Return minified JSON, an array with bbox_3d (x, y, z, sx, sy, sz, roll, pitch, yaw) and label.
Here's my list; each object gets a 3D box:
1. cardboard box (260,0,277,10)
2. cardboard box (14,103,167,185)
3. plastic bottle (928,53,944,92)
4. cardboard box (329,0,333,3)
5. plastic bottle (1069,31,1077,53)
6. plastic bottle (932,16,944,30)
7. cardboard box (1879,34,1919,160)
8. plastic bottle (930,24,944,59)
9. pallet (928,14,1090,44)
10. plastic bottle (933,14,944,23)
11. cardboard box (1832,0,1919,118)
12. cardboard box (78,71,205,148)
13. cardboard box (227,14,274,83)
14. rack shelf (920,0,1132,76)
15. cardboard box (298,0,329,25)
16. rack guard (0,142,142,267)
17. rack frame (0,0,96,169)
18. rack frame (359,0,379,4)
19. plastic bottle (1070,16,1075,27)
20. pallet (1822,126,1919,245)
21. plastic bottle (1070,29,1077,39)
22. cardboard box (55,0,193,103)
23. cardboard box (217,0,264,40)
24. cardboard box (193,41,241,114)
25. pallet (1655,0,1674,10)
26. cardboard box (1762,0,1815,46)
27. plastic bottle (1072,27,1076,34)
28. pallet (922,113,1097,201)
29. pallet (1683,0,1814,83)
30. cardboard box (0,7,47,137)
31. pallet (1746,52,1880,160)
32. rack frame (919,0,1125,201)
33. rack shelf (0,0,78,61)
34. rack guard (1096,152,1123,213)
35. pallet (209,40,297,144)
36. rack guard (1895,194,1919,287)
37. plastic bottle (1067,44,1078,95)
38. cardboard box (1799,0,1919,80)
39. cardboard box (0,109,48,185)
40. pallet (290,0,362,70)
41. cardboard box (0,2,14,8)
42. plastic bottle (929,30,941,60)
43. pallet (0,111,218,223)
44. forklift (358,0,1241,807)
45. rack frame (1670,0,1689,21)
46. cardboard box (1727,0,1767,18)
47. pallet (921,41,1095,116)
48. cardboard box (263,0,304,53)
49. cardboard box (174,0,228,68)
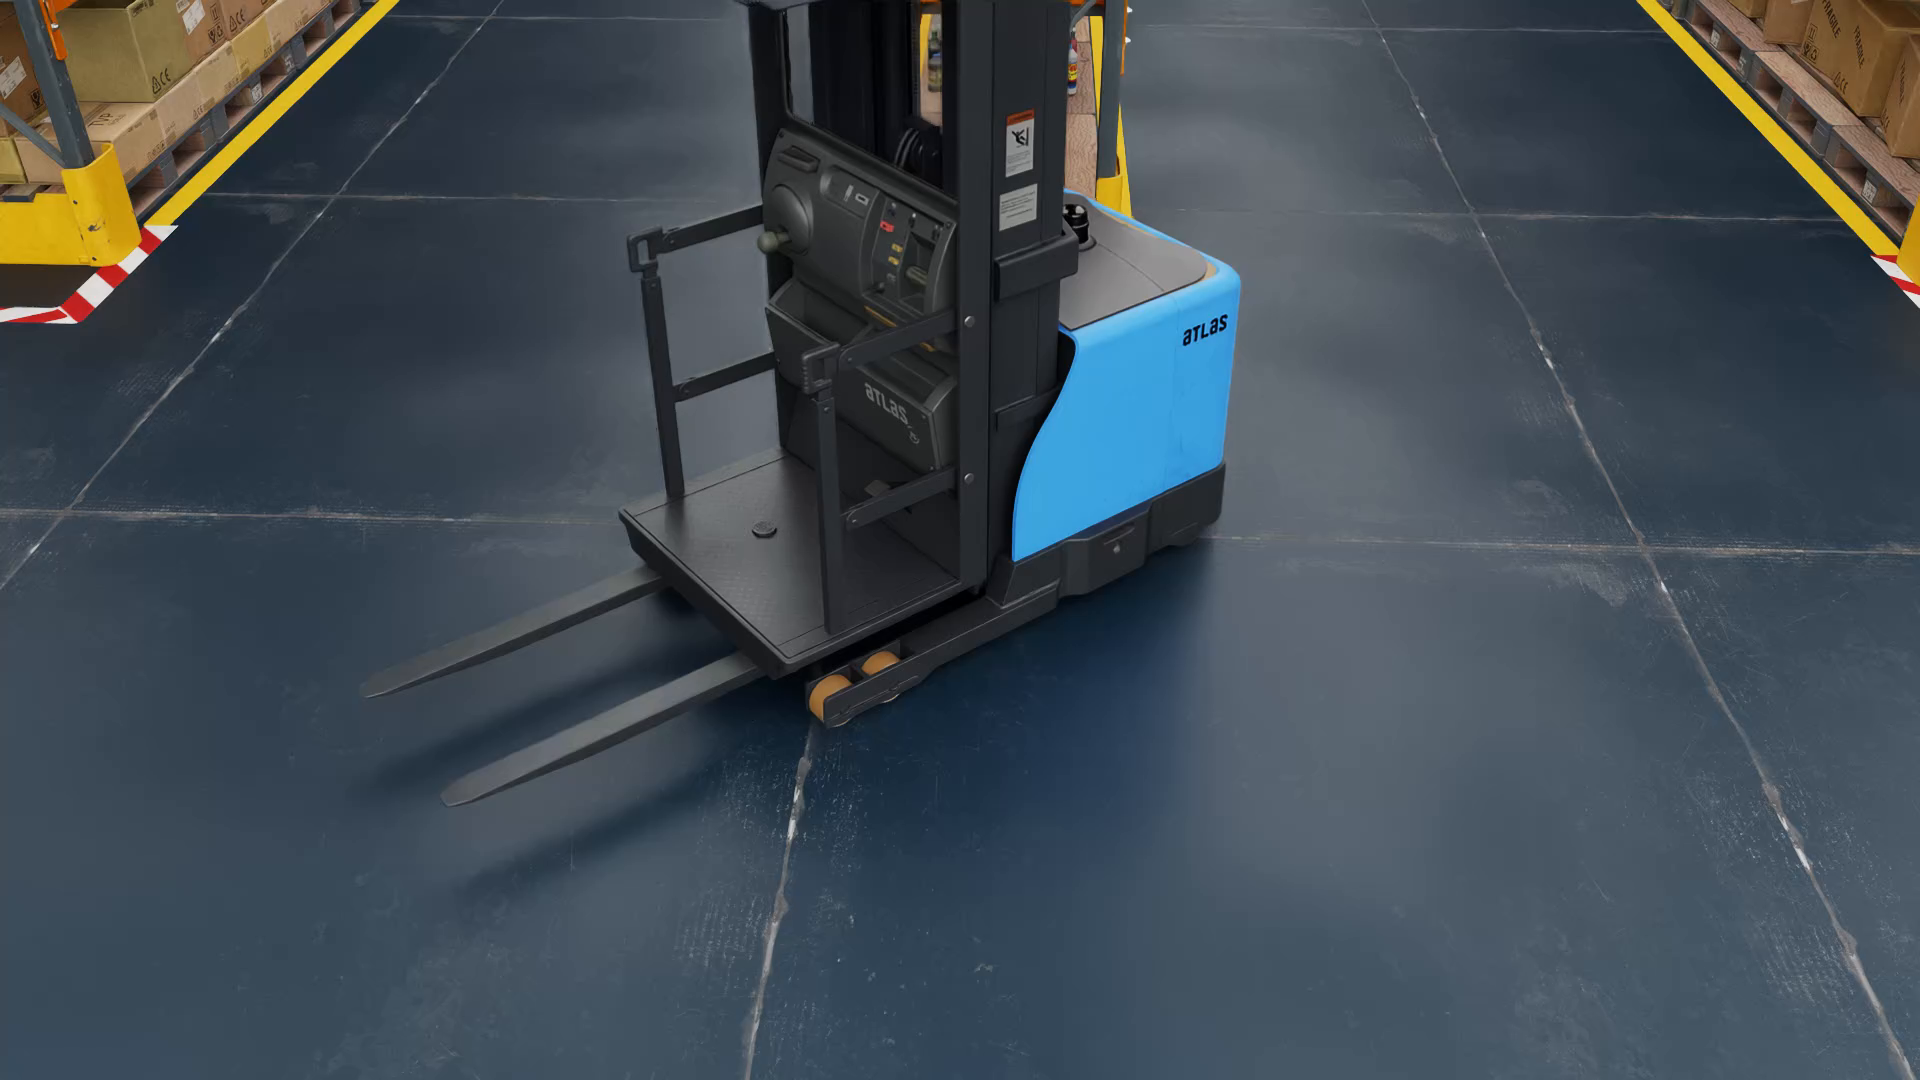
[{"bbox_3d":[-4.404,-3.500,9.995,0.500,0.500,0.500,1,35,2],"label":"cardboard box"},{"bbox_3d":[-4.472,-2.043,8.575,0.500,0.250,0.500,1,35,2],"label":"cardboard box"},{"bbox_3d":[-0.131,-2.678,9.502,0.097,0.201,0.097,0,35,0],"label":"plastic bottle"},{"bbox_3d":[-4.356,-3.767,11.028,0.500,0.250,0.500,1,35,2],"label":"cardboard box"},{"bbox_3d":[0.644,-2.810,9.619,0.061,0.283,0.133,2,35,3],"label":"plastic bottle"},{"bbox_3d":[-0.088,-2.932,9.799,0.152,0.276,0.135,0,35,1],"label":"plastic bottle"},{"bbox_3d":[5.213,-2.314,8.743,0.500,0.500,0.500,10,36,14],"label":"cardboard box"},{"bbox_3d":[-0.094,-2.852,9.686,0.152,0.276,0.135,2,35,2],"label":"plastic bottle"},{"bbox_3d":[0.325,-3.349,10.832,1.003,0.211,1.213,1,35,2],"label":"pallet"},{"bbox_3d":[-0.086,-3.058,9.913,0.144,0.351,0.185,3,35,4],"label":"plastic bottle"},{"bbox_3d":[5.258,-2.674,9.254,0.500,0.500,0.500,4,35,6],"label":"cardboard box"},{"bbox_3d":[-4.456,-2.331,8.984,0.500,0.250,0.500,1,35,2],"label":"cardboard box"},{"bbox_3d":[-4.411,-2.905,9.801,0.500,0.250,0.500,1,35,2],"label":"cardboard box"},{"bbox_3d":[0.313,-3.432,9.150,1.077,0.370,4.000,1,35,2],"label":"rack shelf"},{"bbox_3d":[-4.386,-3.480,10.619,0.500,0.250,0.500,1,35,2],"label":"cardboard box"},{"bbox_3d":[-4.717,-1.657,8.173,1.175,0.500,0.348,1,35,2],"label":"rack guard"},{"bbox_3d":[-4.716,-2.694,7.474,1.000,3.000,0.127,1,35,2],"label":"rack frame"},{"bbox_3d":[-4.556,-4.992,10.744,1.000,3.000,0.127,1,35,2],"label":"rack frame"},{"bbox_3d":[0.643,-3.046,9.966,0.097,0.271,0.097,0,35,0],"label":"plastic bottle"},{"bbox_3d":[5.253,-1.831,8.672,1.003,0.211,1.213,1,35,2],"label":"pallet"},{"bbox_3d":[0.631,-2.872,9.718,0.097,0.271,0.097,0,35,0],"label":"plastic bottle"},{"bbox_3d":[-4.454,-2.638,8.768,0.500,0.500,0.500,1,35,2],"label":"cardboard box"},{"bbox_3d":[-4.410,-3.212,9.586,0.500,0.500,0.500,1,35,2],"label":"cardboard box"},{"bbox_3d":[-4.436,-2.618,9.393,0.500,0.250,0.500,1,35,2],"label":"cardboard box"},{"bbox_3d":[5.372,-4.067,11.854,1.003,0.211,1.213,1,35,2],"label":"pallet"},{"bbox_3d":[5.271,-3.352,10.219,0.500,0.500,0.500,12,37,17],"label":"cardboard box"},{"bbox_3d":[0.635,-2.930,9.800,0.097,0.271,0.097,0,35,0],"label":"plastic bottle"},{"bbox_3d":[0.227,-1.948,8.838,1.003,0.211,1.213,1,35,2],"label":"pallet"},{"bbox_3d":[5.351,-3.233,10.667,1.003,0.211,1.213,1,35,2],"label":"pallet"},{"bbox_3d":[-4.992,-2.362,8.377,0.500,0.500,0.500,1,35,2],"label":"cardboard box"},{"bbox_3d":[5.305,-2.531,9.667,1.003,0.211,1.213,1,35,2],"label":"pallet"},{"bbox_3d":[0.233,-2.577,7.308,1.000,3.000,0.127,1,35,2],"label":"rack frame"},{"bbox_3d":[-4.636,-3.548,9.316,1.077,0.370,4.000,1,35,2],"label":"rack shelf"},{"bbox_3d":[0.189,-1.599,8.091,1.175,0.500,0.348,1,35,2],"label":"rack guard"},{"bbox_3d":[-4.676,-2.692,9.897,1.003,0.211,1.213,1,35,2],"label":"pallet"},{"bbox_3d":[5.185,-1.484,7.926,1.175,0.500,0.348,1,35,2],"label":"rack guard"},{"bbox_3d":[0.617,-2.675,9.438,0.097,0.271,0.097,0,35,0],"label":"plastic bottle"},{"bbox_3d":[5.325,-2.993,9.709,0.500,0.500,0.500,-2,35,-2],"label":"cardboard box"},{"bbox_3d":[-4.990,-2.055,8.592,0.500,0.250,0.500,1,35,2],"label":"cardboard box"},{"bbox_3d":[-4.629,-3.395,10.897,1.003,0.211,1.213,1,35,2],"label":"pallet"},{"bbox_3d":[-4.967,-2.937,9.194,0.500,0.500,0.500,1,35,2],"label":"cardboard box"},{"bbox_3d":[-0.145,-2.779,9.575,0.061,0.283,0.133,2,35,3],"label":"plastic bottle"},{"bbox_3d":[-4.727,-1.993,8.902,1.003,0.211,1.213,1,35,2],"label":"pallet"},{"bbox_3d":[-0.489,-0.939,5.037,3.031,2.935,1.130,-24,42,-30],"label":"forklift"},{"bbox_3d":[5.343,-4.761,10.415,1.000,3.000,0.127,1,35,2],"label":"rack frame"},{"bbox_3d":[5.287,-3.681,10.688,0.500,0.500,0.500,0,35,0],"label":"cardboard box"},{"bbox_3d":[0.279,-2.647,9.832,1.003,0.211,1.213,1,35,2],"label":"pallet"},{"bbox_3d":[-4.391,-3.193,10.210,0.500,0.250,0.500,1,35,2],"label":"cardboard box"},{"bbox_3d":[-4.447,-2.925,9.177,0.500,0.500,0.500,1,35,2],"label":"cardboard box"}]
